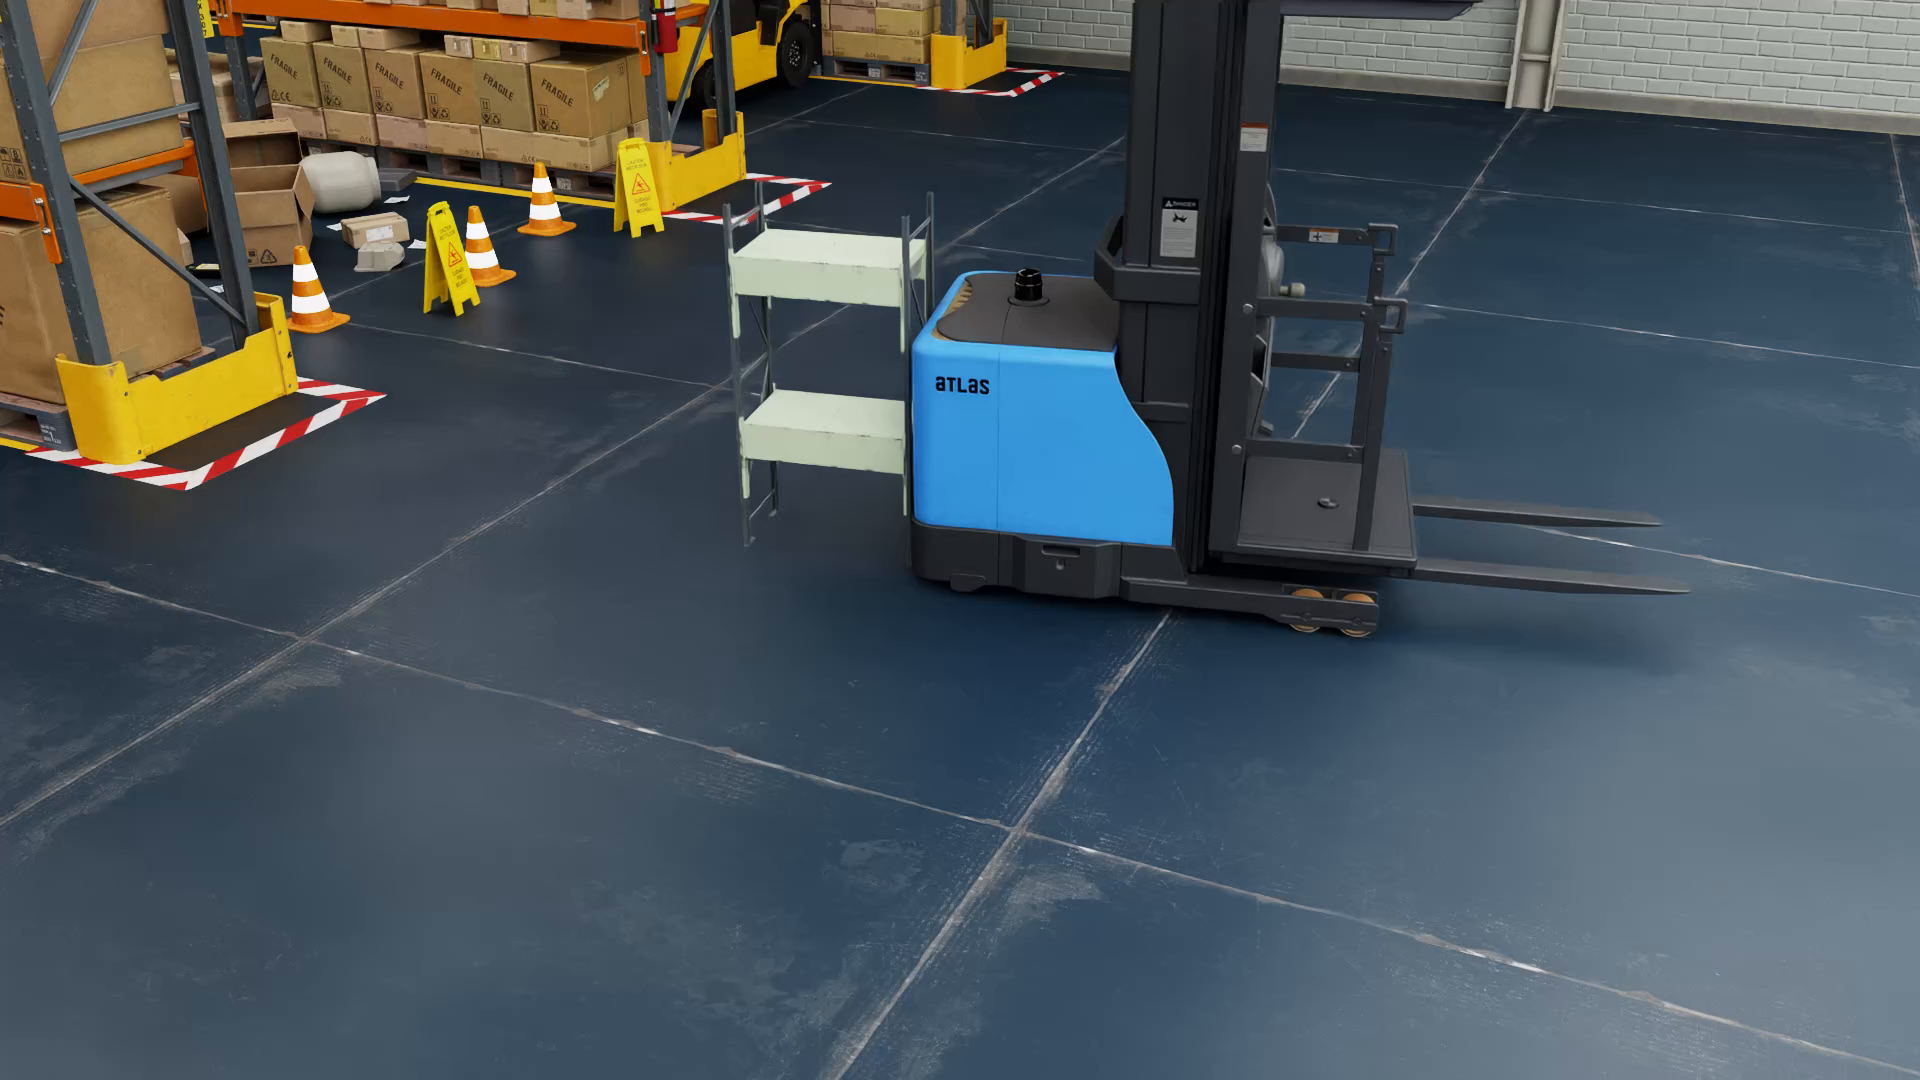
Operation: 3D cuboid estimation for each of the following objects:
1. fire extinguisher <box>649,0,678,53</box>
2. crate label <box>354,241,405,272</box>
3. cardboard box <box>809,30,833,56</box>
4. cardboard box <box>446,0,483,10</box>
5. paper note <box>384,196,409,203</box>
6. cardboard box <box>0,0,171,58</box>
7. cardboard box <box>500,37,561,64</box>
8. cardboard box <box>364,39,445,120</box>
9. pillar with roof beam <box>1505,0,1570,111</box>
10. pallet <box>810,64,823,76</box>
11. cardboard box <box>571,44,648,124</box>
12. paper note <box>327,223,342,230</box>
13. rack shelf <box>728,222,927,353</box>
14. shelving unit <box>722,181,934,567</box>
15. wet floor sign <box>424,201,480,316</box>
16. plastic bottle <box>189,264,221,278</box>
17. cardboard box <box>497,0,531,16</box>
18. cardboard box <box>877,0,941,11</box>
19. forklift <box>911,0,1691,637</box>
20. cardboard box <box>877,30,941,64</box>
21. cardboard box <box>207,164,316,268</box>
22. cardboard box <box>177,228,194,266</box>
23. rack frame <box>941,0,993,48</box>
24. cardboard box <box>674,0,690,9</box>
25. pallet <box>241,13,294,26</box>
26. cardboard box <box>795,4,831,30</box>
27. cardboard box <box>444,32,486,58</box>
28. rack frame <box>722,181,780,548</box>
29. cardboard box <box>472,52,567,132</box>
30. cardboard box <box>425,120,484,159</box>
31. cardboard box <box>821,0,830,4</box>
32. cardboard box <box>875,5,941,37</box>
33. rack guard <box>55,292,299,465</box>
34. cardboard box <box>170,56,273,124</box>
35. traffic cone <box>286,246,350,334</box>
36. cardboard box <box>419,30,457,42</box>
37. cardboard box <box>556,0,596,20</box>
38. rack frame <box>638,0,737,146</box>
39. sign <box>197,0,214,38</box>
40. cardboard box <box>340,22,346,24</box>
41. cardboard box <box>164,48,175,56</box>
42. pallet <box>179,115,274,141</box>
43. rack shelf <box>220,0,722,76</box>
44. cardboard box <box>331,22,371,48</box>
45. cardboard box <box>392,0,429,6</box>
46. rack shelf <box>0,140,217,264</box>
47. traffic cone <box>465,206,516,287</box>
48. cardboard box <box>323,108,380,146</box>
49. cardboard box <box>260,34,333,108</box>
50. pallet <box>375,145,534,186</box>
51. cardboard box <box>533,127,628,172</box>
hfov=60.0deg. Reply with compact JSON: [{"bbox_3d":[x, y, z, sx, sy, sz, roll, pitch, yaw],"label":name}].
[{"bbox_3d":[-2.065,-3.733,11.524,0.183,0.674,0.296,11,28,22],"label":"fire extinguisher"},{"bbox_3d":[-3.795,-1.860,10.873,0.298,0.136,0.250,-2,26,-5],"label":"crate label"},{"bbox_3d":[-1.386,-5.074,16.798,0.500,0.250,0.500,12,29,22],"label":"cardboard box"},{"bbox_3d":[-3.600,-4.050,12.364,0.250,0.149,0.380,11,28,21],"label":"cardboard box"},{"bbox_3d":[-4.187,-2.535,12.365,0.148,0.019,0.142,2,26,4],"label":"paper note"},{"bbox_3d":[-4.257,-2.601,7.744,0.550,0.550,0.875,11,28,22],"label":"cardboard box"},{"bbox_3d":[-3.177,-3.638,12.298,0.250,0.149,0.380,12,29,23],"label":"cardboard box"},{"bbox_3d":[-4.231,-3.592,12.938,0.500,0.500,0.500,13,29,24],"label":"cardboard box"},{"bbox_3d":[3.492,-6.324,9.907,0.400,9.000,9.100,11,28,22],"label":"pillar with roof beam"},{"bbox_3d":[-1.747,-5.066,17.301,1.213,0.211,1.003,11,28,22],"label":"pallet"},{"bbox_3d":[-2.620,-3.528,12.809,0.500,0.500,0.500,10,28,20],"label":"cardboard box"},{"bbox_3d":[-4.374,-2.225,11.748,0.142,0.019,0.148,23,35,39],"label":"paper note"},{"bbox_3d":[-0.520,-1.035,6.772,0.720,0.370,0.431,6,27,13],"label":"rack shelf"},{"bbox_3d":[-0.520,-0.685,6.944,0.755,1.500,0.431,6,27,13],"label":"shelving unit"},{"bbox_3d":[-3.089,-1.700,9.972,0.232,0.644,0.267,6,27,13],"label":"wet floor sign"},{"bbox_3d":[-4.834,-1.731,10.696,0.283,0.061,0.133,2,26,4],"label":"plastic bottle"},{"bbox_3d":[-3.155,-3.936,12.133,0.250,0.149,0.380,12,29,23],"label":"cardboard box"},{"bbox_3d":[-0.475,-5.333,16.191,0.500,0.250,0.500,12,29,24],"label":"cardboard box"},{"bbox_3d":[1.370,-1.193,6.356,3.031,2.935,1.130,5,27,10],"label":"forklift"},{"bbox_3d":[-0.485,-4.884,16.412,0.500,0.250,0.500,12,28,22],"label":"cardboard box"},{"bbox_3d":[-4.625,-2.157,11.062,0.637,0.503,0.797,-7,27,-14],"label":"cardboard box"},{"bbox_3d":[-5.249,-1.896,10.801,0.258,0.266,0.396,17,31,31],"label":"cardboard box"},{"bbox_3d":[0.073,-5.971,15.981,0.127,3.000,1.000,11,28,22],"label":"rack frame"},{"bbox_3d":[-2.202,-4.007,12.277,0.250,0.149,0.380,11,28,22],"label":"cardboard box"},{"bbox_3d":[-7.873,-6.334,19.876,1.213,0.211,1.003,11,28,22],"label":"pallet"},{"bbox_3d":[-1.430,-5.295,16.680,0.500,0.250,0.500,11,28,21],"label":"cardboard box"},{"bbox_3d":[-3.644,-3.734,12.493,0.250,0.149,0.380,13,29,24],"label":"cardboard box"},{"bbox_3d":[-0.875,-0.725,7.024,0.023,1.500,0.400,6,27,13],"label":"rack frame"},{"bbox_3d":[-3.292,-3.401,12.551,0.500,0.500,0.500,12,29,24],"label":"cardboard box"},{"bbox_3d":[-3.772,-3.160,12.910,0.500,0.250,0.500,10,28,20],"label":"cardboard box"},{"bbox_3d":[-1.406,-5.512,16.555,0.500,0.250,0.500,12,29,22],"label":"cardboard box"},{"bbox_3d":[-0.499,-5.113,16.311,0.500,0.250,0.500,11,28,21],"label":"cardboard box"},{"bbox_3d":[-3.913,-0.840,8.389,0.348,0.500,1.175,11,28,22],"label":"rack guard"},{"bbox_3d":[-6.098,-3.810,14.092,0.625,0.372,0.950,12,29,22],"label":"cardboard box"},{"bbox_3d":[-3.831,-1.495,9.763,0.334,0.463,0.336,11,28,22],"label":"traffic cone"},{"bbox_3d":[-4.041,-3.811,13.384,0.500,0.500,0.500,13,29,24],"label":"cardboard box"},{"bbox_3d":[-2.684,-3.846,11.949,0.250,0.149,0.380,11,28,21],"label":"cardboard box"},{"bbox_3d":[-1.978,-3.974,11.926,0.127,3.000,1.000,11,28,22],"label":"rack frame"},{"bbox_3d":[-3.700,-2.611,8.088,0.005,0.325,0.100,11,28,22],"label":"sign"},{"bbox_3d":[-4.970,-3.996,13.760,0.500,0.500,0.500,11,28,21],"label":"cardboard box"},{"bbox_3d":[-7.387,-4.066,14.613,0.625,0.372,0.950,12,29,23],"label":"cardboard box"},{"bbox_3d":[-6.329,-3.596,14.315,1.213,0.211,1.003,11,28,22],"label":"pallet"},{"bbox_3d":[-3.799,-4.017,12.828,4.000,0.370,1.077,11,28,22],"label":"rack shelf"},{"bbox_3d":[-4.637,-3.931,12.893,0.250,0.149,0.380,13,29,24],"label":"cardboard box"},{"bbox_3d":[-4.064,-4.134,12.535,0.250,0.149,0.380,11,28,22],"label":"cardboard box"},{"bbox_3d":[-5.756,-2.008,8.748,4.000,0.370,1.077,11,28,22],"label":"rack shelf"},{"bbox_3d":[-3.054,-1.887,10.560,0.334,0.463,0.336,11,28,22],"label":"traffic cone"},{"bbox_3d":[-4.703,-3.351,13.297,0.500,0.250,0.500,13,29,25],"label":"cardboard box"},{"bbox_3d":[-5.194,-3.780,13.321,0.500,0.500,0.500,13,29,24],"label":"cardboard box"},{"bbox_3d":[-3.879,-3.123,13.355,1.213,0.211,1.003,11,28,22],"label":"pallet"},{"bbox_3d":[-2.847,-2.973,12.530,0.500,0.250,0.500,11,28,22],"label":"cardboard box"}]
